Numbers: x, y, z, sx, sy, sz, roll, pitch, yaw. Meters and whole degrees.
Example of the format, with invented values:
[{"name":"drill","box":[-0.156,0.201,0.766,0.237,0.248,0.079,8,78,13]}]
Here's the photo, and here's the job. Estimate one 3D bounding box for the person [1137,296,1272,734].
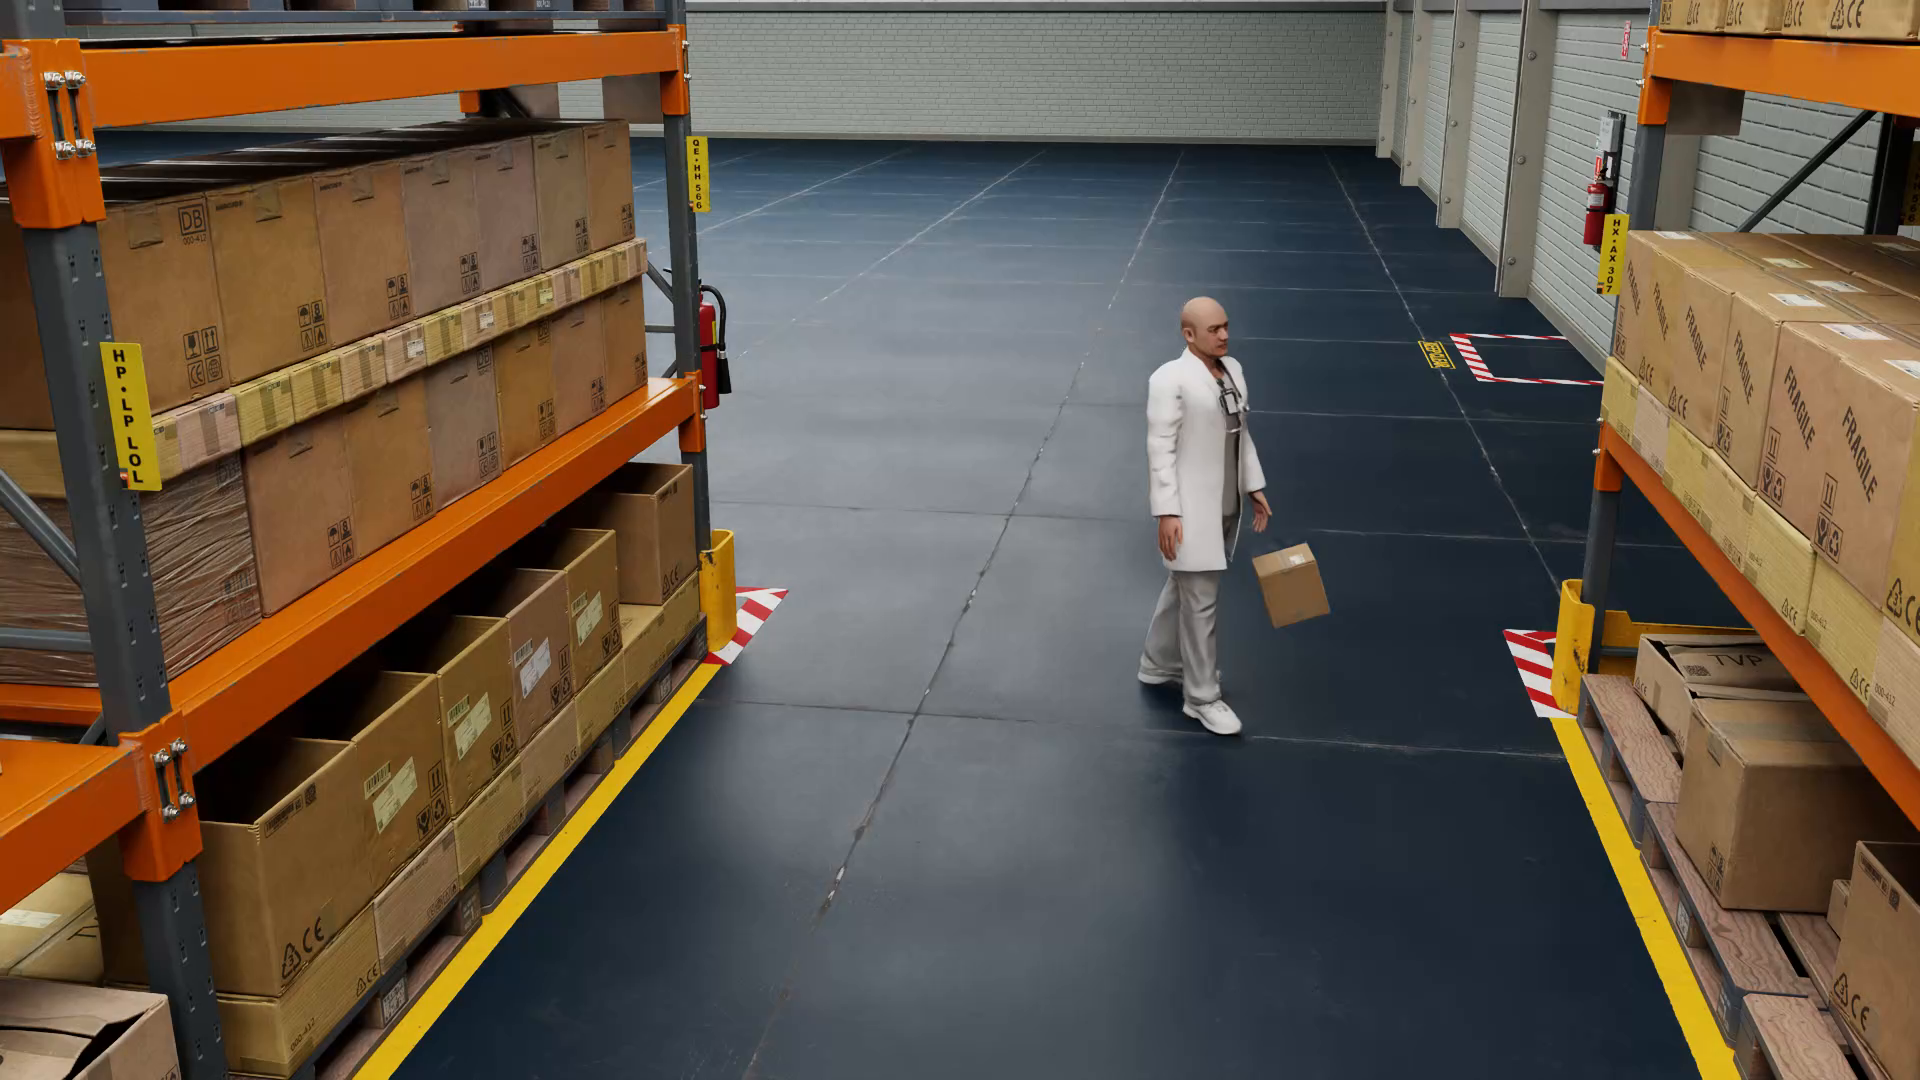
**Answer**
[{"name":"person","box":[1.023,-0.126,6.965,0.678,1.776,0.660,15,23,38]}]
